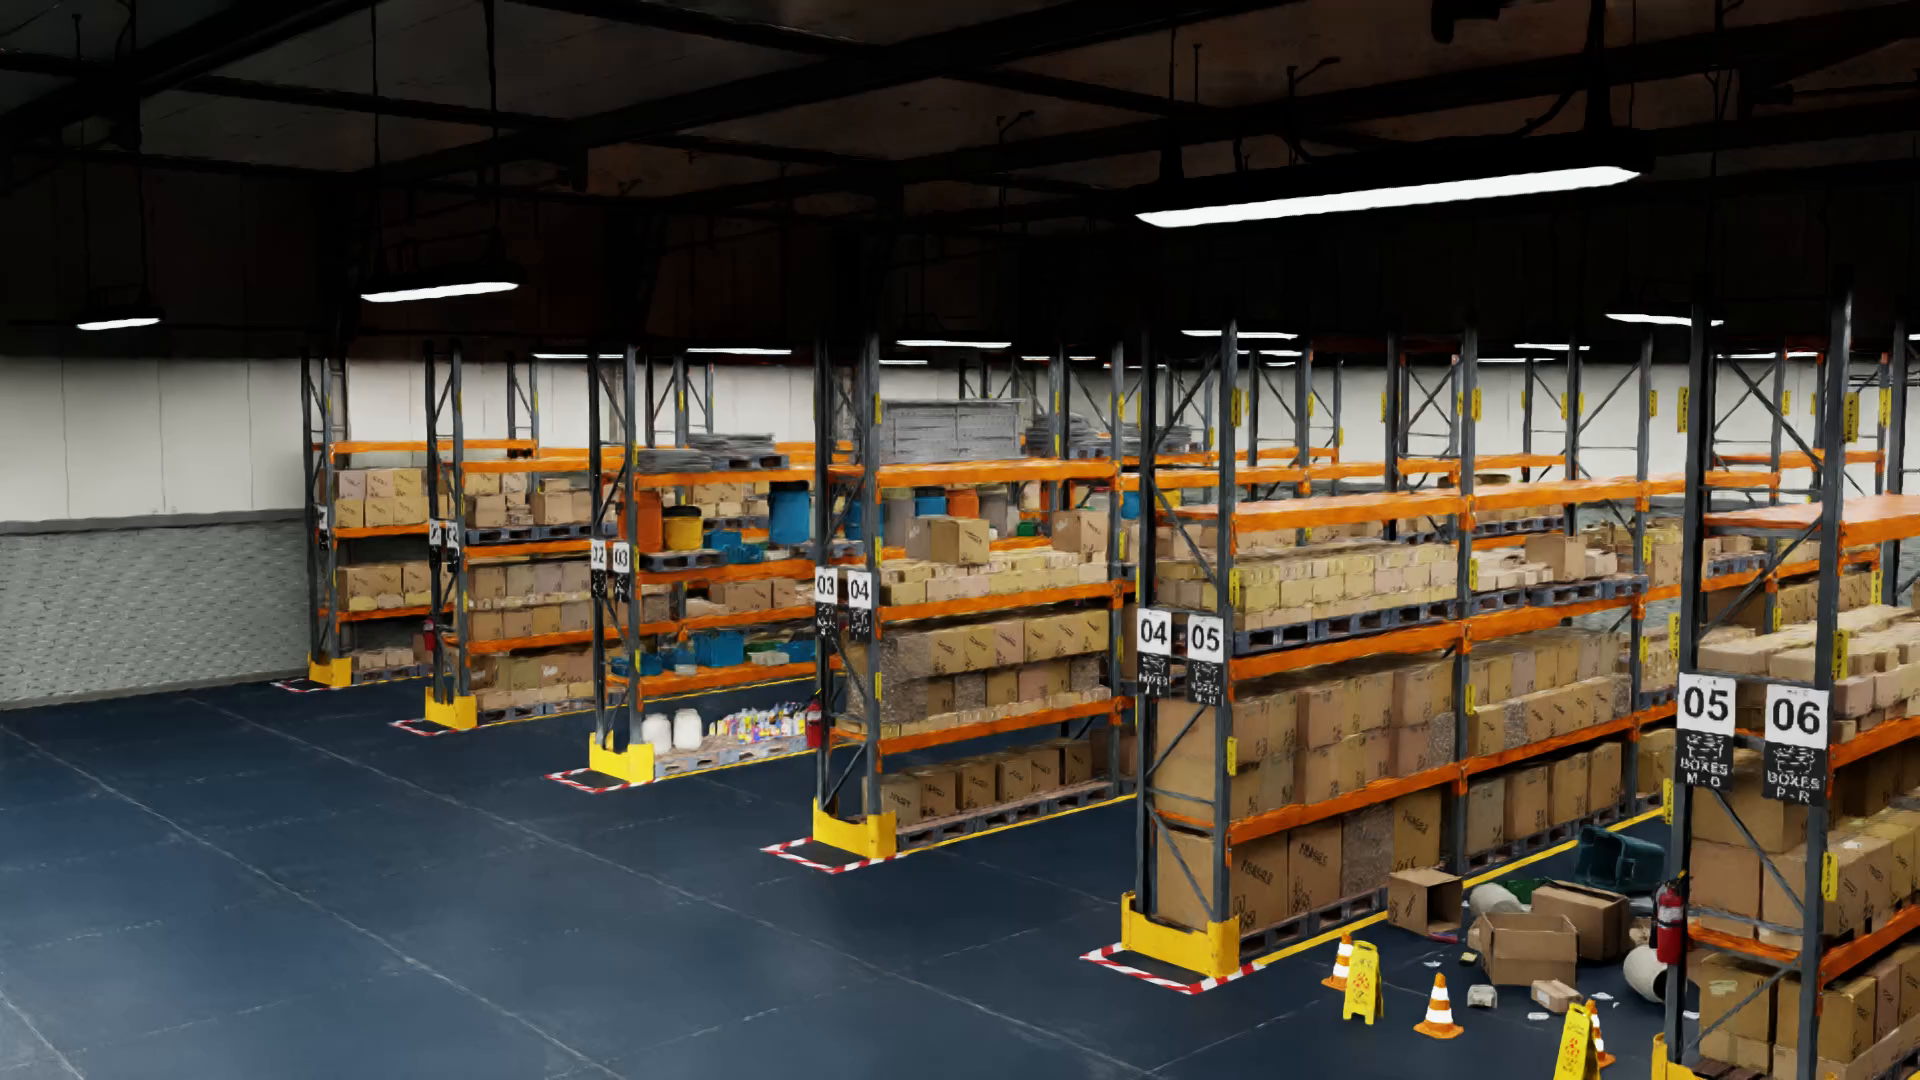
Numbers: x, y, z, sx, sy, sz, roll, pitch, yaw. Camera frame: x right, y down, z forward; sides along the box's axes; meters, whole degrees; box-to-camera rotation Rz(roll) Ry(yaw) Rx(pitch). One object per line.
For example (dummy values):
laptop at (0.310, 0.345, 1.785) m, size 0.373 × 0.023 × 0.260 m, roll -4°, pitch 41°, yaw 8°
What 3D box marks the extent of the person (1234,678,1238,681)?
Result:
person at (3.425, 2.488, 20.680) m, size 0.546 × 1.733 × 0.729 m, roll -5°, pitch 7°, yaw -44°
